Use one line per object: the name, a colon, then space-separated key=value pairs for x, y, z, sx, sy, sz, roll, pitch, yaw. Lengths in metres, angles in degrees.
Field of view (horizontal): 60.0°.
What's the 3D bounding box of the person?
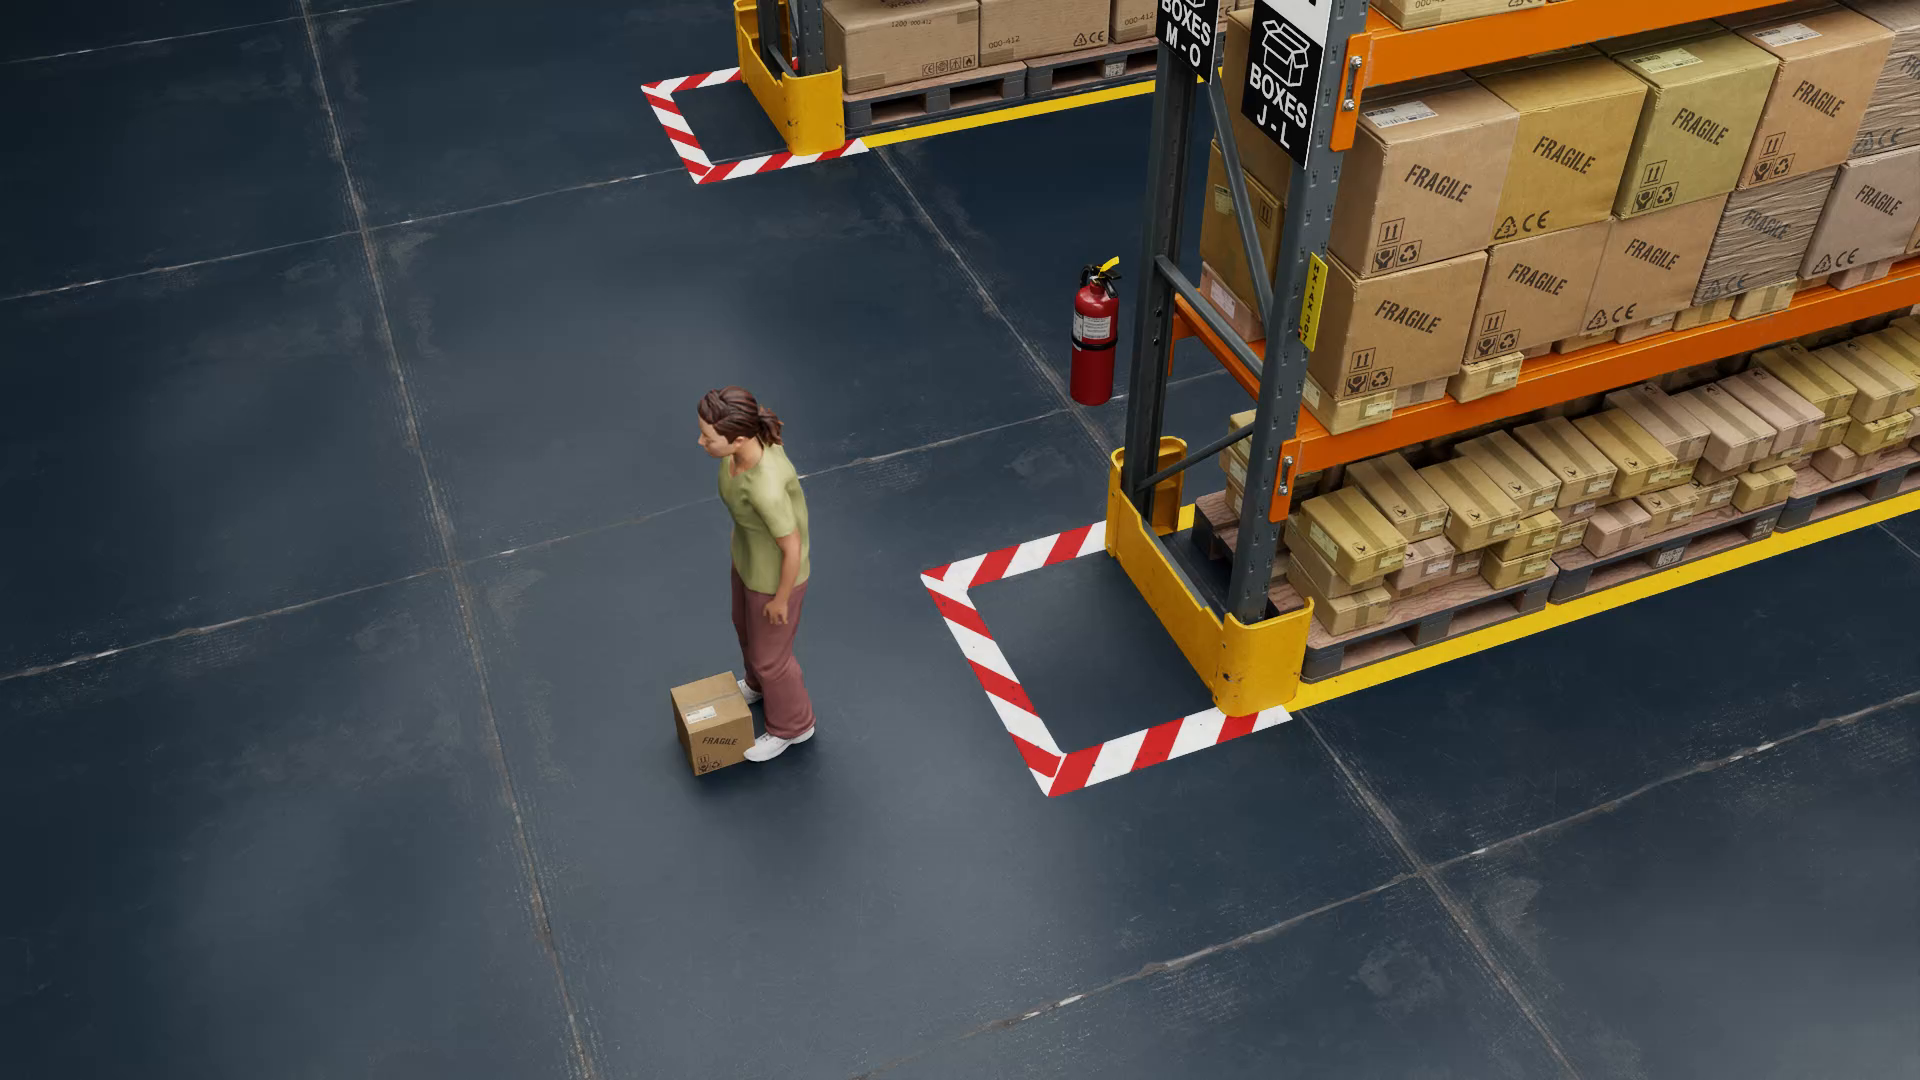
person: x=-0.727 y=0.108 z=6.041 sx=0.359 sy=1.672 sz=0.496 roll=-16 pitch=44 yaw=-17
